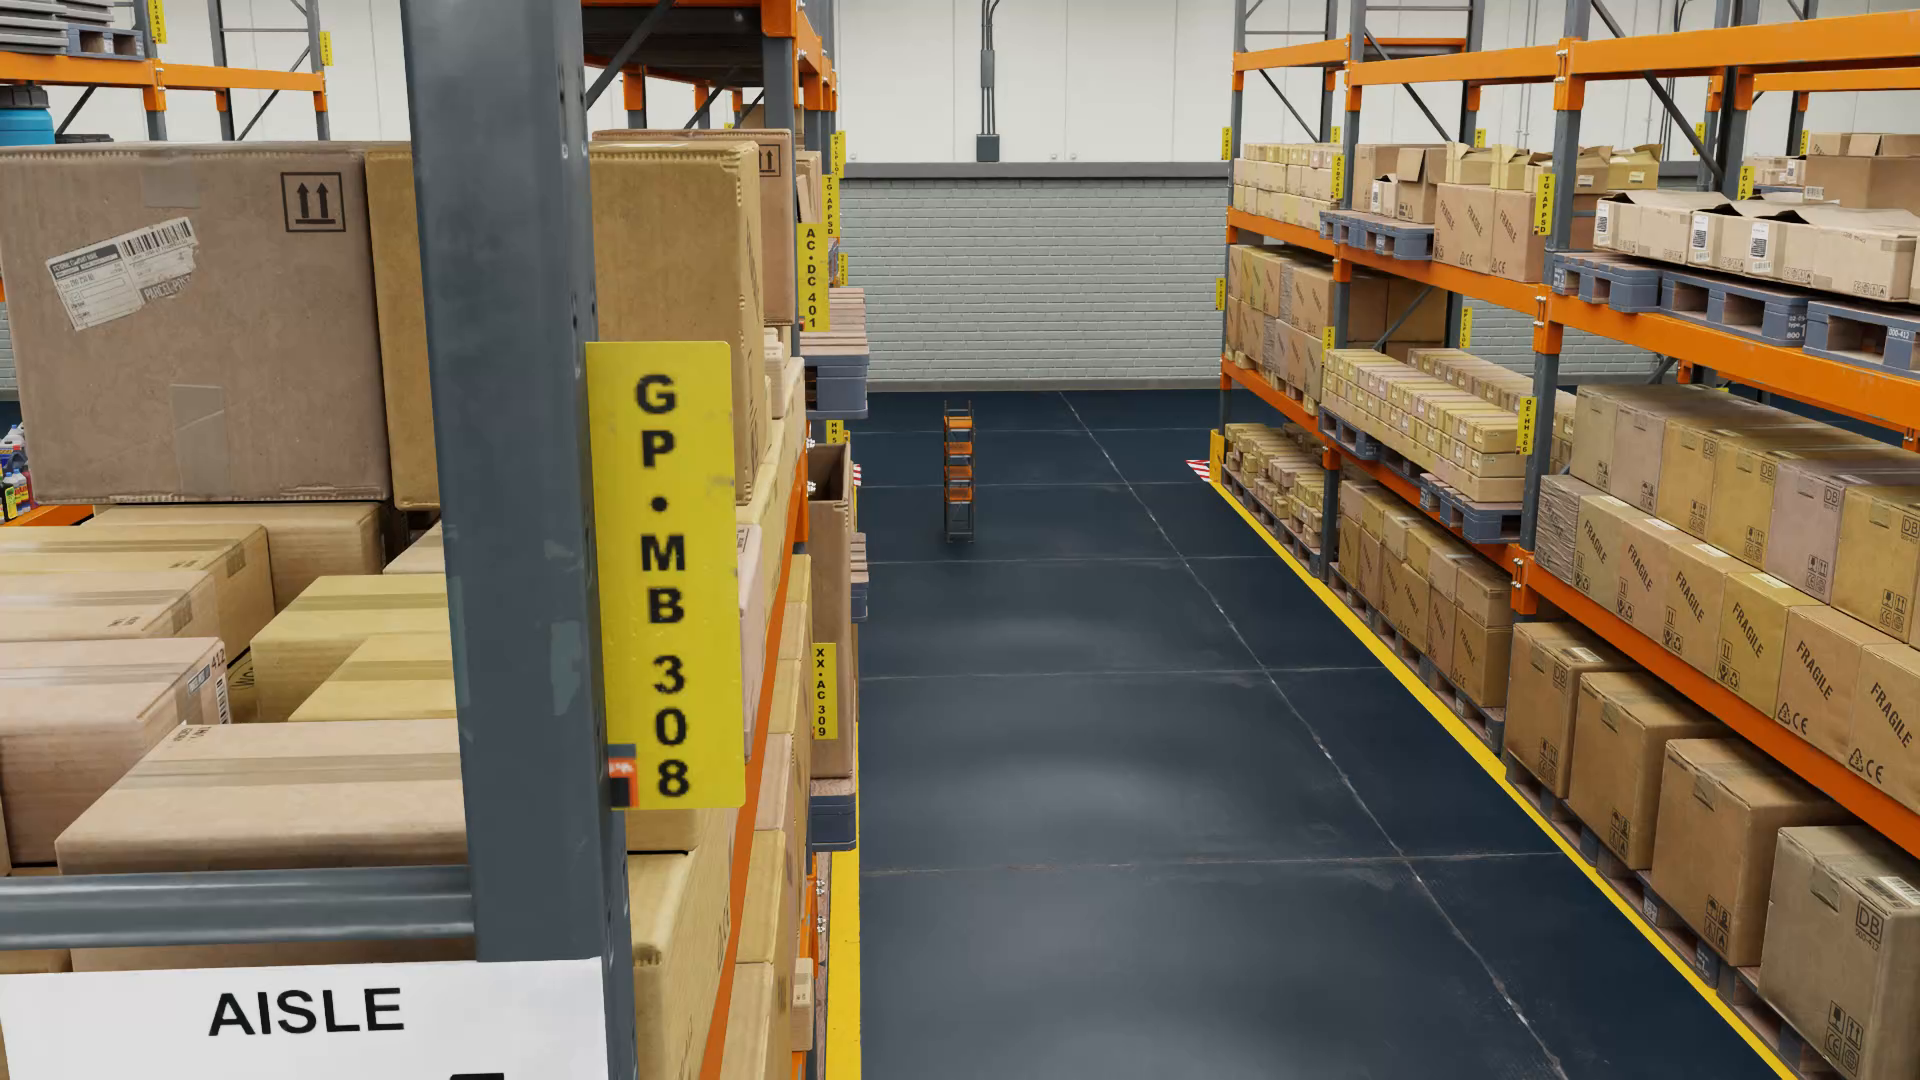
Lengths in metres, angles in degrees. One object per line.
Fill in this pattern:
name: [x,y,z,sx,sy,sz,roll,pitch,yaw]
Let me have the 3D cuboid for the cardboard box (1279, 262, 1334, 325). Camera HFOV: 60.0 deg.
cardboard box: [3.118,-2.168,14.628,0.500,0.500,0.500,-1,14,-2]

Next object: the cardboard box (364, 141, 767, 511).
cardboard box: [-0.564,-0.347,2.535,0.500,0.500,0.500,-1,14,-4]

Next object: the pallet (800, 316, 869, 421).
pallet: [-0.921,-0.598,5.689,1.213,0.211,1.003,-1,14,-3]

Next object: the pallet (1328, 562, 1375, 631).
pallet: [3.522,0.422,12.964,1.003,0.211,1.213,-1,14,-3]

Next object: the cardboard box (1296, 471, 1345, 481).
cardboard box: [3.174,-0.508,14.666,0.380,0.149,0.250,0,14,-2]

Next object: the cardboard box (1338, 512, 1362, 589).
cardboard box: [3.253,0.073,12.898,0.500,0.500,0.500,0,14,-1]

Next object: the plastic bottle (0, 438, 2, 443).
plastic bottle: [-6.722,-0.583,11.522,0.152,0.276,0.135,-1,14,-3]

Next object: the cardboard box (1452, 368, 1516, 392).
cardboard box: [3.751,-1.138,11.896,0.380,0.149,0.250,-1,14,-5]

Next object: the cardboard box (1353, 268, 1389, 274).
cardboard box: [3.640,-2.044,14.145,0.500,0.500,0.500,-1,14,-5]

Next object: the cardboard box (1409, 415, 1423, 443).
cardboard box: [3.169,-0.725,10.889,0.380,0.149,0.250,-1,14,-4]

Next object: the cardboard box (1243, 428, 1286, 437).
cardboard box: [3.055,-1.026,16.678,0.380,0.149,0.250,-1,14,-2]

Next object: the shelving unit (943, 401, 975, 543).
shelving unit: [-0.010,-0.622,15.037,0.258,1.200,0.503,-1,14,-3]

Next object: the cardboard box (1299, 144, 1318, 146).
cardboard box: [3.472,-3.728,15.972,0.380,0.149,0.250,-1,14,-5]

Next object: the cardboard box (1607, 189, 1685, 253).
cardboard box: [3.950,-1.775,9.684,0.500,0.500,0.500,-1,14,-3]

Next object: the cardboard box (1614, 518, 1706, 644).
cardboard box: [3.543,0.192,8.061,0.500,0.500,0.500,-1,14,-3]

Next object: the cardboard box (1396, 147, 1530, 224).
cardboard box: [3.437,-2.442,11.429,0.797,0.503,0.637,-1,14,-4]

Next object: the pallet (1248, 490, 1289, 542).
pallet: [3.316,-0.242,15.545,1.003,0.211,1.213,-1,14,-3]

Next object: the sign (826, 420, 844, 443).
sign: [-0.696,-0.609,9.210,0.100,0.325,0.005,-1,14,-3]

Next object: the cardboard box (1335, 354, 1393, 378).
cardboard box: [3.061,-1.318,12.596,0.380,0.149,0.250,0,14,-2]

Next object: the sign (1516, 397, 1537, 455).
sign: [3.179,-0.639,9.326,0.100,0.325,0.005,-1,14,-3]

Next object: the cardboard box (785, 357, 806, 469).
cardboard box: [-0.700,-0.352,4.656,0.500,0.250,0.500,0,14,-1]

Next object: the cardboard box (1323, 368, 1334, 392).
cardboard box: [3.037,-1.243,12.902,0.380,0.149,0.250,-1,14,-3]

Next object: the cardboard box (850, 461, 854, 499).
cardboard box: [-1.425,-0.086,12.764,1.225,0.875,0.875,-1,14,-3]

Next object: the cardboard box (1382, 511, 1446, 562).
cardboard box: [3.317,-0.031,11.796,0.500,0.250,0.500,0,14,-1]

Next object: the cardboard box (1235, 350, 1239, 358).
cardboard box: [2.974,-1.847,16.690,0.380,0.149,0.250,0,14,-1]

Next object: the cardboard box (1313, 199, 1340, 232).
cardboard box: [3.172,-2.620,13.472,0.500,0.250,0.500,-1,14,-2]

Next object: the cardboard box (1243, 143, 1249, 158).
cardboard box: [3.017,-3.848,16.441,0.380,0.149,0.250,-1,14,-4]

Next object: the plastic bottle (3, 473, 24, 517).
plastic bottle: [-5.916,-0.285,10.372,0.097,0.271,0.097,0,14,0]

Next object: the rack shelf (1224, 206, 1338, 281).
rack shelf: [3.348,-2.724,15.018,1.077,0.370,4.000,-1,14,-3]

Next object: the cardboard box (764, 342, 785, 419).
cardboard box: [-0.610,-0.381,3.968,0.380,0.149,0.250,-1,14,-5]

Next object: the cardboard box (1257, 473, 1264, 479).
cardboard box: [3.075,-0.552,16.030,0.380,0.149,0.250,-1,14,-3]

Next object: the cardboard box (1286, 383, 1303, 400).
cardboard box: [3.101,-1.329,14.678,0.380,0.149,0.250,-2,15,-6]

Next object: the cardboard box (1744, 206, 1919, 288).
cardboard box: [3.639,-1.227,6.890,0.500,0.311,0.500,-1,14,-5]

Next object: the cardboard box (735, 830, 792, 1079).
cardboard box: [-0.560,0.847,2.910,0.500,0.500,0.500,-1,14,-3]

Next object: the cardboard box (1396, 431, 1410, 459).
cardboard box: [3.156,-0.644,11.171,0.380,0.149,0.250,0,14,-2]

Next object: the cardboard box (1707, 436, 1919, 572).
cardboard box: [3.836,-0.168,7.452,0.700,0.500,0.500,-1,14,-4]

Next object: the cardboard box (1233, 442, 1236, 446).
cardboard box: [3.000,-0.950,16.979,0.380,0.149,0.250,0,14,-1]

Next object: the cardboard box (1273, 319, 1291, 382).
cardboard box: [3.099,-1.684,14.753,0.500,0.500,0.500,-1,14,-4]

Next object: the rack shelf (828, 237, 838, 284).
rack shelf: [-1.361,-1.678,10.951,1.077,0.370,4.000,-1,14,-3]

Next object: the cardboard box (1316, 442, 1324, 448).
cardboard box: [3.636,-0.843,15.968,0.380,0.149,0.250,0,14,-1]

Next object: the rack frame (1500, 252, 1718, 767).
rack frame: [3.720,-0.128,9.502,1.000,3.000,0.127,-1,14,-3]

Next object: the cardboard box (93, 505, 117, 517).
cardboard box: [-1.143,-0.048,2.673,0.380,0.149,0.250,-2,15,-6]

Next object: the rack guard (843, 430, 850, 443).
rack guard: [-1.734,-0.861,17.370,1.175,0.500,0.348,-1,14,-3]

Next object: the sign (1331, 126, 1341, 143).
sign: [3.779,-4.002,16.765,0.100,0.325,0.005,-1,14,-3]

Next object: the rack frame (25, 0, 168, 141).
rack frame: [-6.428,-3.900,12.124,1.000,3.000,0.127,-1,14,-3]

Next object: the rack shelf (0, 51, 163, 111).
rack shelf: [-6.304,-2.860,10.330,1.077,0.370,4.000,-1,14,-3]

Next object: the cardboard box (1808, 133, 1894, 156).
cardboard box: [8.134,-3.468,15.221,0.500,0.500,0.500,-1,14,-2]

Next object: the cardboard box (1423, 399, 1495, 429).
cardboard box: [3.182,-0.806,10.607,0.380,0.149,0.250,0,14,-2]

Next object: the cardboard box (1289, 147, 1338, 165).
cardboard box: [3.074,-3.332,14.436,0.380,0.149,0.250,-1,14,-4]

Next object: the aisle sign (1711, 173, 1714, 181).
aisle sign: [7.865,-3.491,17.358,0.394,0.787,0.004,-1,14,-3]
